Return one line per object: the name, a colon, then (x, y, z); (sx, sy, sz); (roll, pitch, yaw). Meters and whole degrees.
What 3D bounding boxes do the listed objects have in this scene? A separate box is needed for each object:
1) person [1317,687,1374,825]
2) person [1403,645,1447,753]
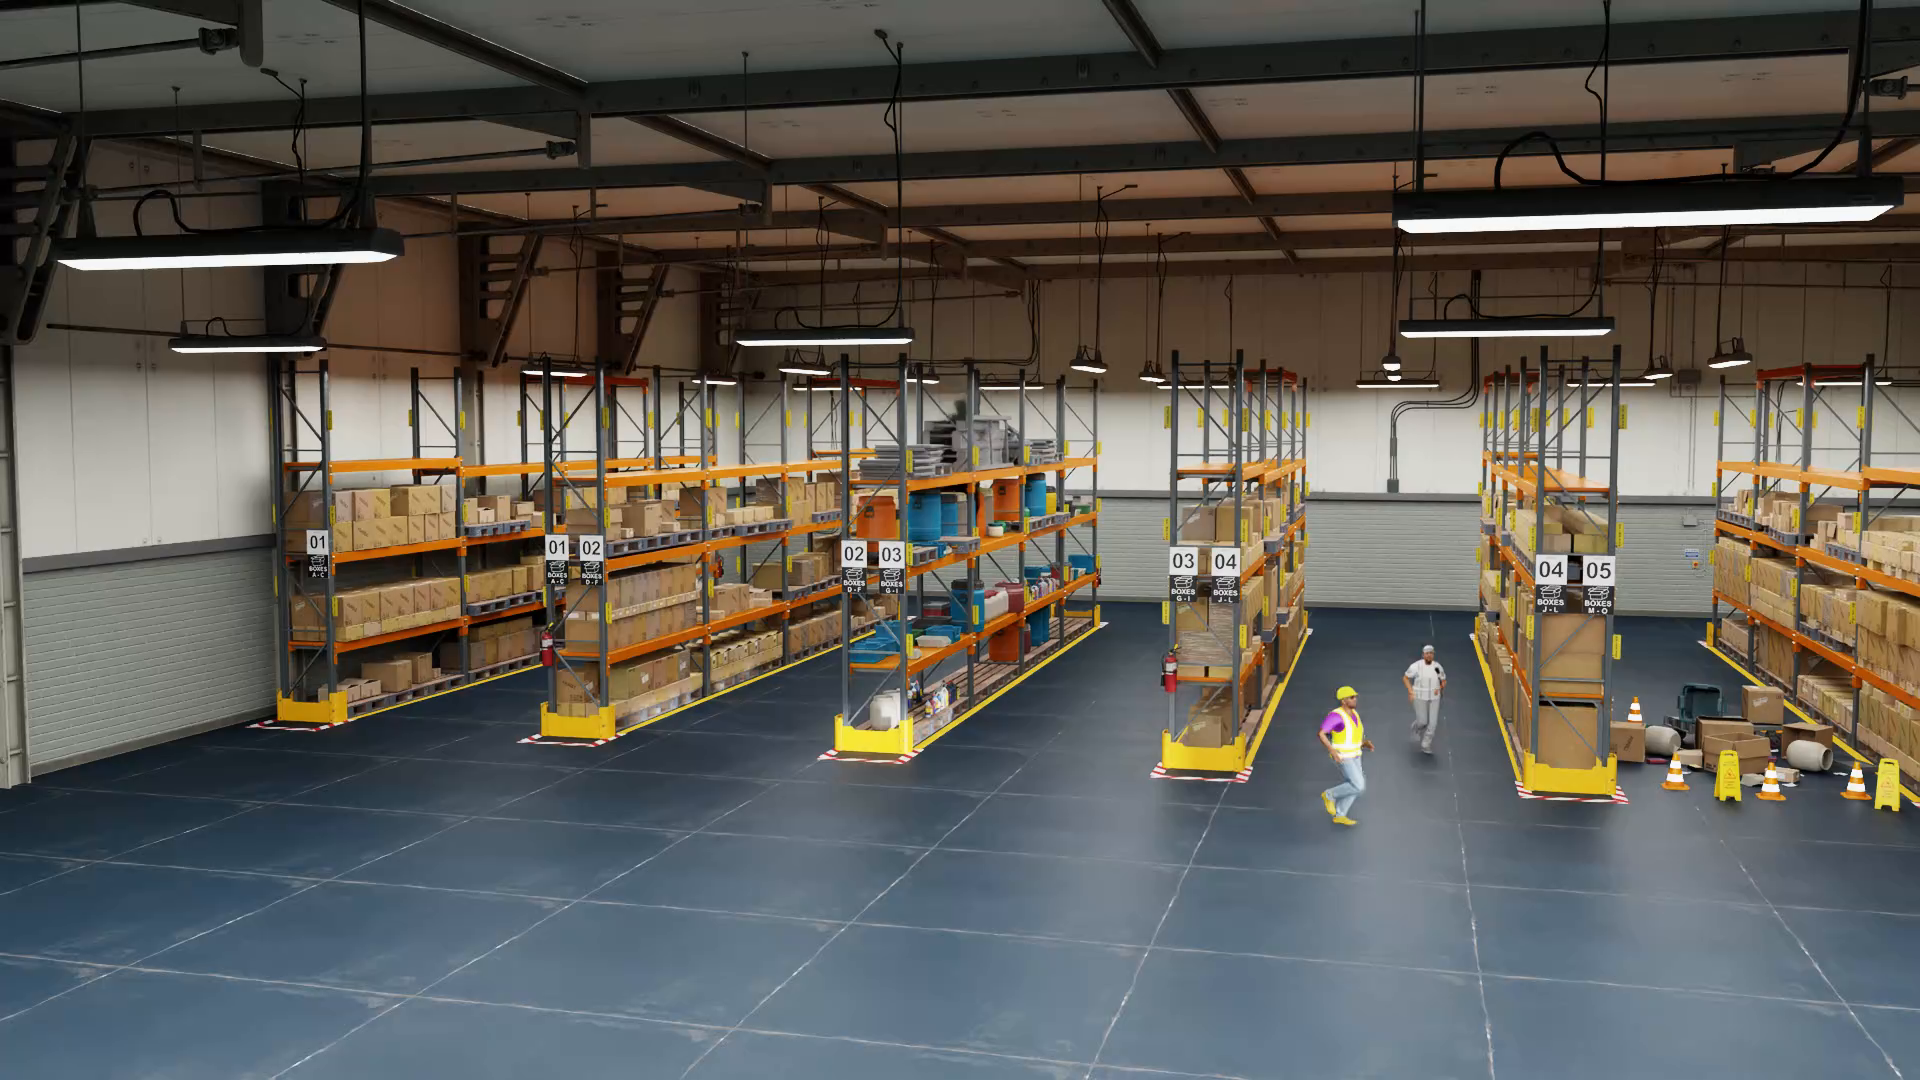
person: (4.786, 2.668, 20.545); (0.577, 1.719, 0.716); (4, 6, 43)
person: (7.034, 2.395, 25.039); (0.619, 1.617, 0.489); (0, 4, -1)
